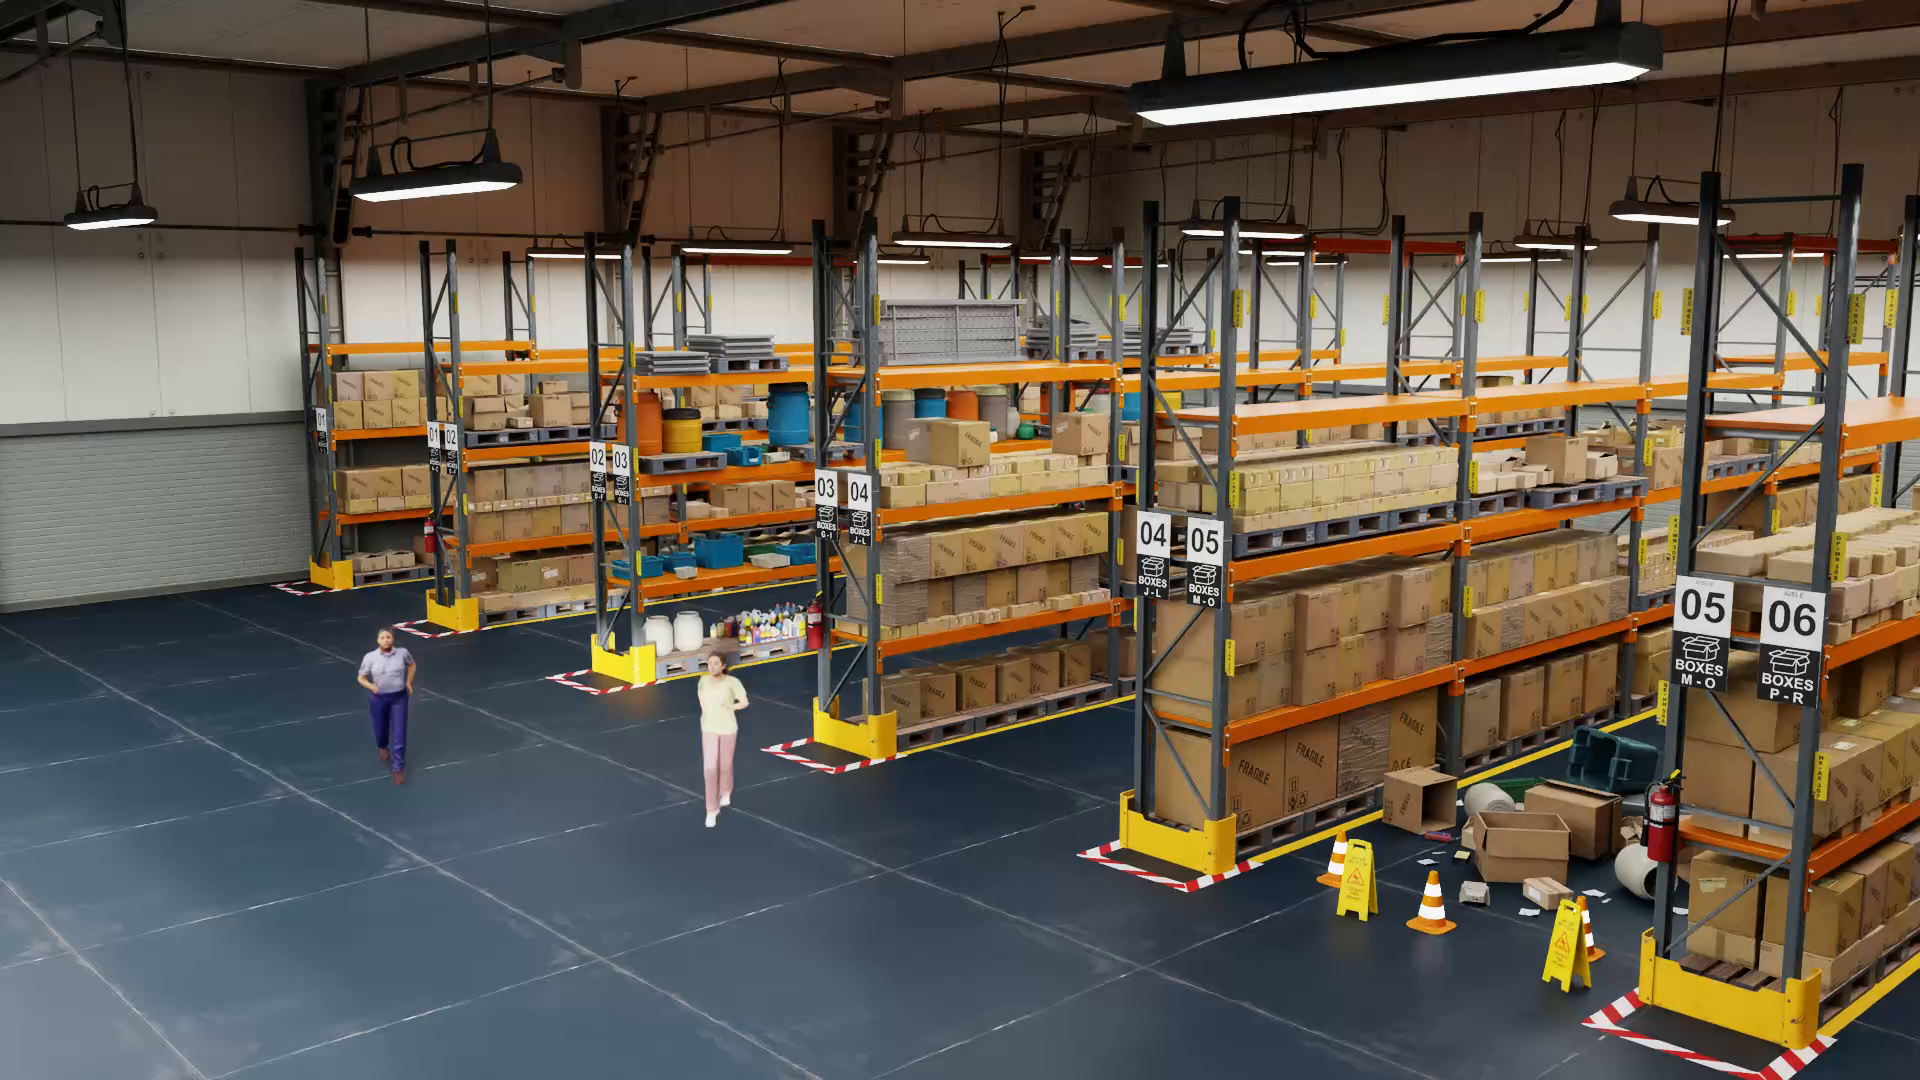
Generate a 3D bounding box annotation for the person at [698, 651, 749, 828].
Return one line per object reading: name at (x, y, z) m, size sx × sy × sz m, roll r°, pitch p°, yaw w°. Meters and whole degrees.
person at (-2.358, 1.936, 16.544) m, size 0.549 × 1.725 × 0.793 m, roll 0°, pitch 8°, yaw 2°

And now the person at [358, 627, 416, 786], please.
person at (-6.148, 1.746, 17.914) m, size 0.609 × 1.645 × 0.891 m, roll -3°, pitch 9°, yaw -22°

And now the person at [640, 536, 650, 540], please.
person at (-5.871, -0.237, 31.034) m, size 0.674 × 1.719 × 0.569 m, roll 8°, pitch 12°, yaw 44°
